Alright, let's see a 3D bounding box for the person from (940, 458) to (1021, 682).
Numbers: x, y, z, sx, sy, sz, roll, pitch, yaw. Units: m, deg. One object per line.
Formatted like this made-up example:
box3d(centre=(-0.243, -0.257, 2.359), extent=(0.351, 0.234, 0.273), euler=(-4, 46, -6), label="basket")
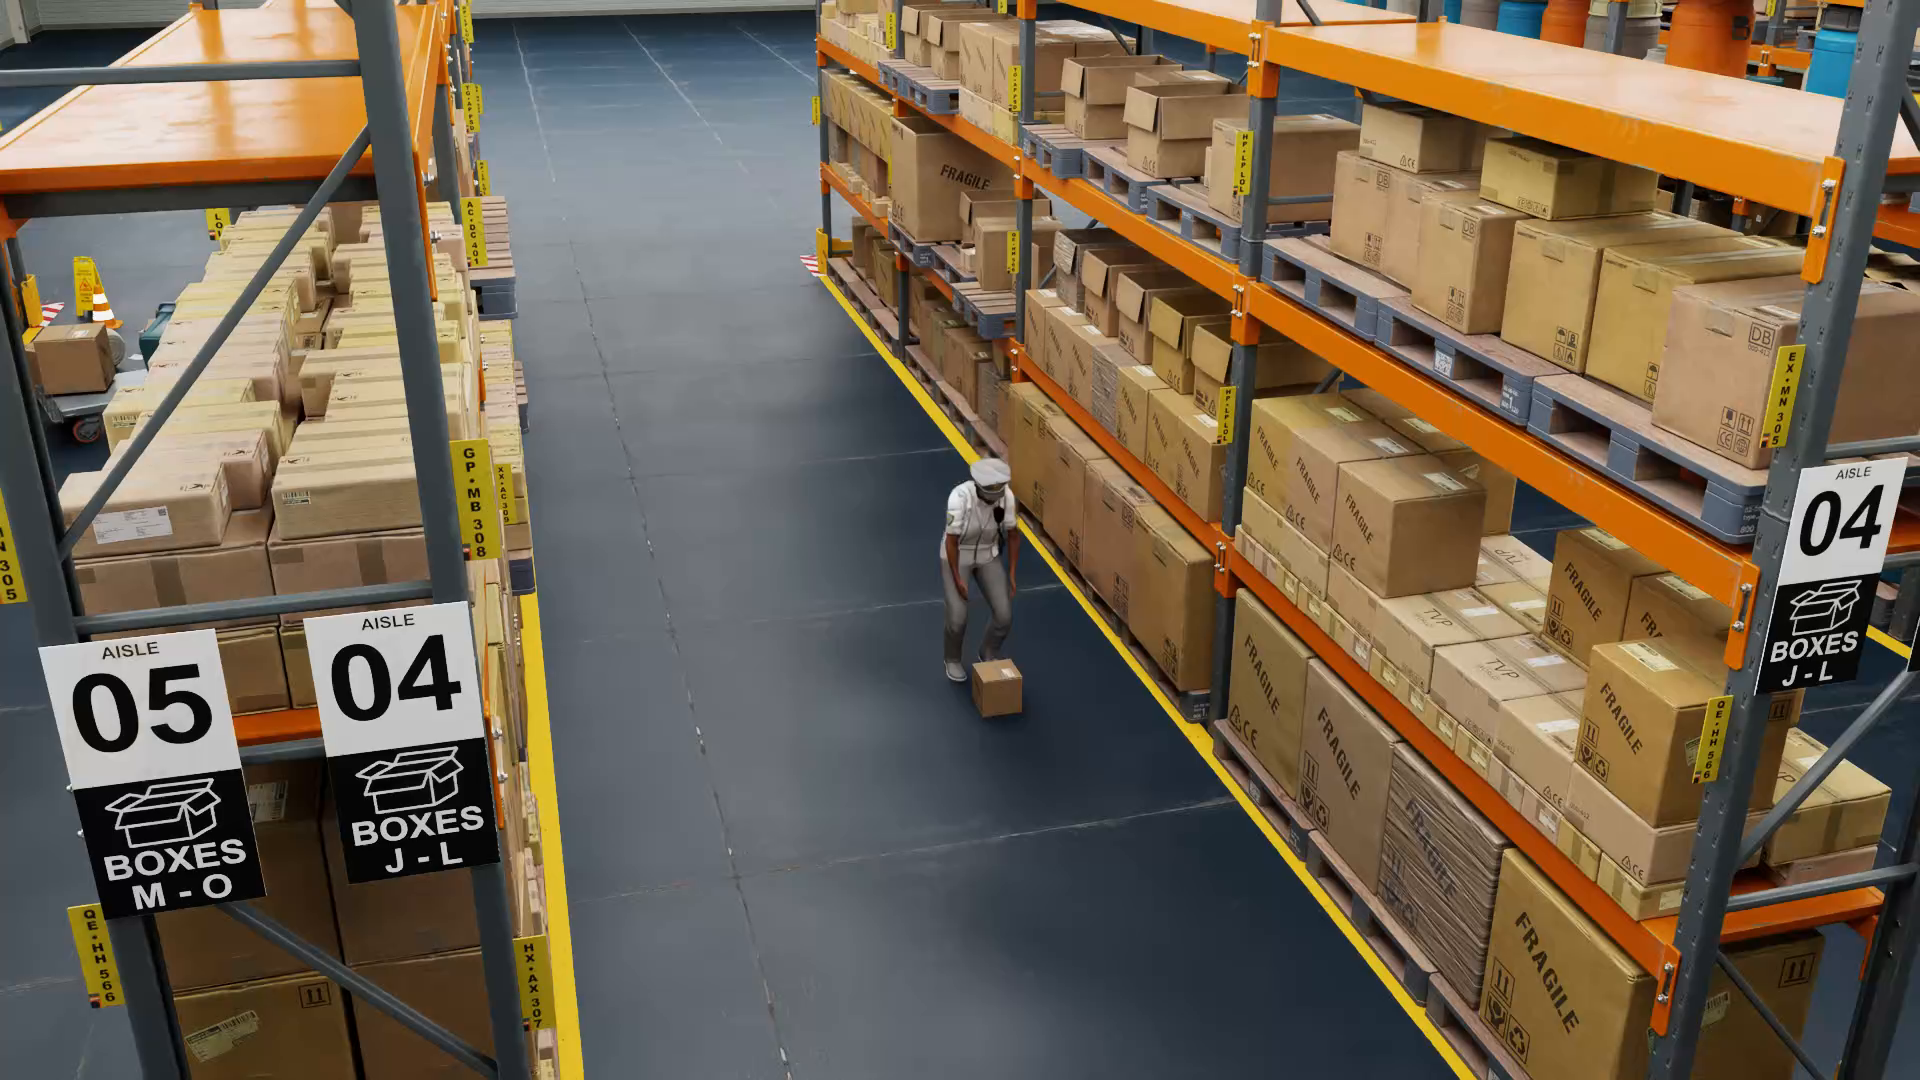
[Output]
box3d(centre=(0.135, 0.171, 10.454), extent=(0.487, 1.508, 0.607), euler=(-6, 24, -14), label="person")
